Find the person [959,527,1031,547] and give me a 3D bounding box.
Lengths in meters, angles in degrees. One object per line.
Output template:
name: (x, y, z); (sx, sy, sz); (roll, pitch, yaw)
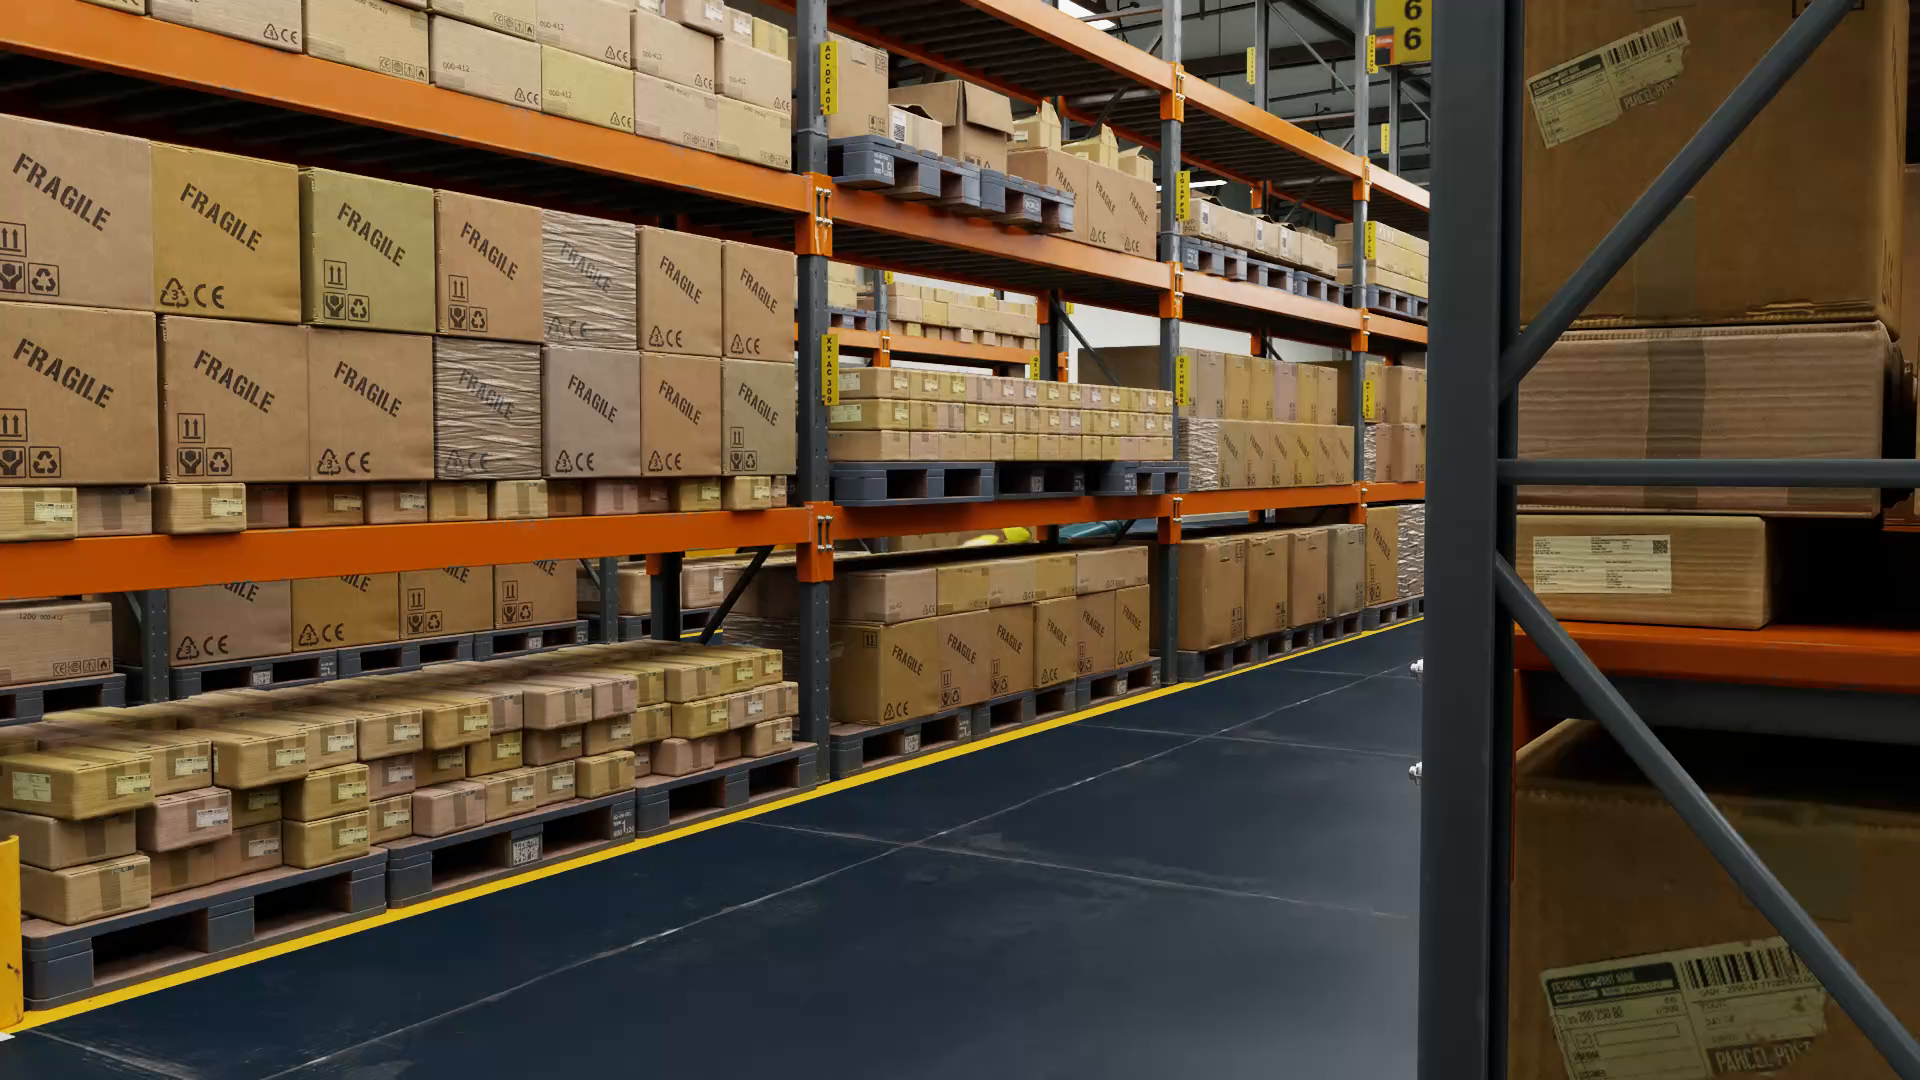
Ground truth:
person: (0.182, 0.367, 13.476); (0.905, 1.011, 0.541); (2, 3, 30)
